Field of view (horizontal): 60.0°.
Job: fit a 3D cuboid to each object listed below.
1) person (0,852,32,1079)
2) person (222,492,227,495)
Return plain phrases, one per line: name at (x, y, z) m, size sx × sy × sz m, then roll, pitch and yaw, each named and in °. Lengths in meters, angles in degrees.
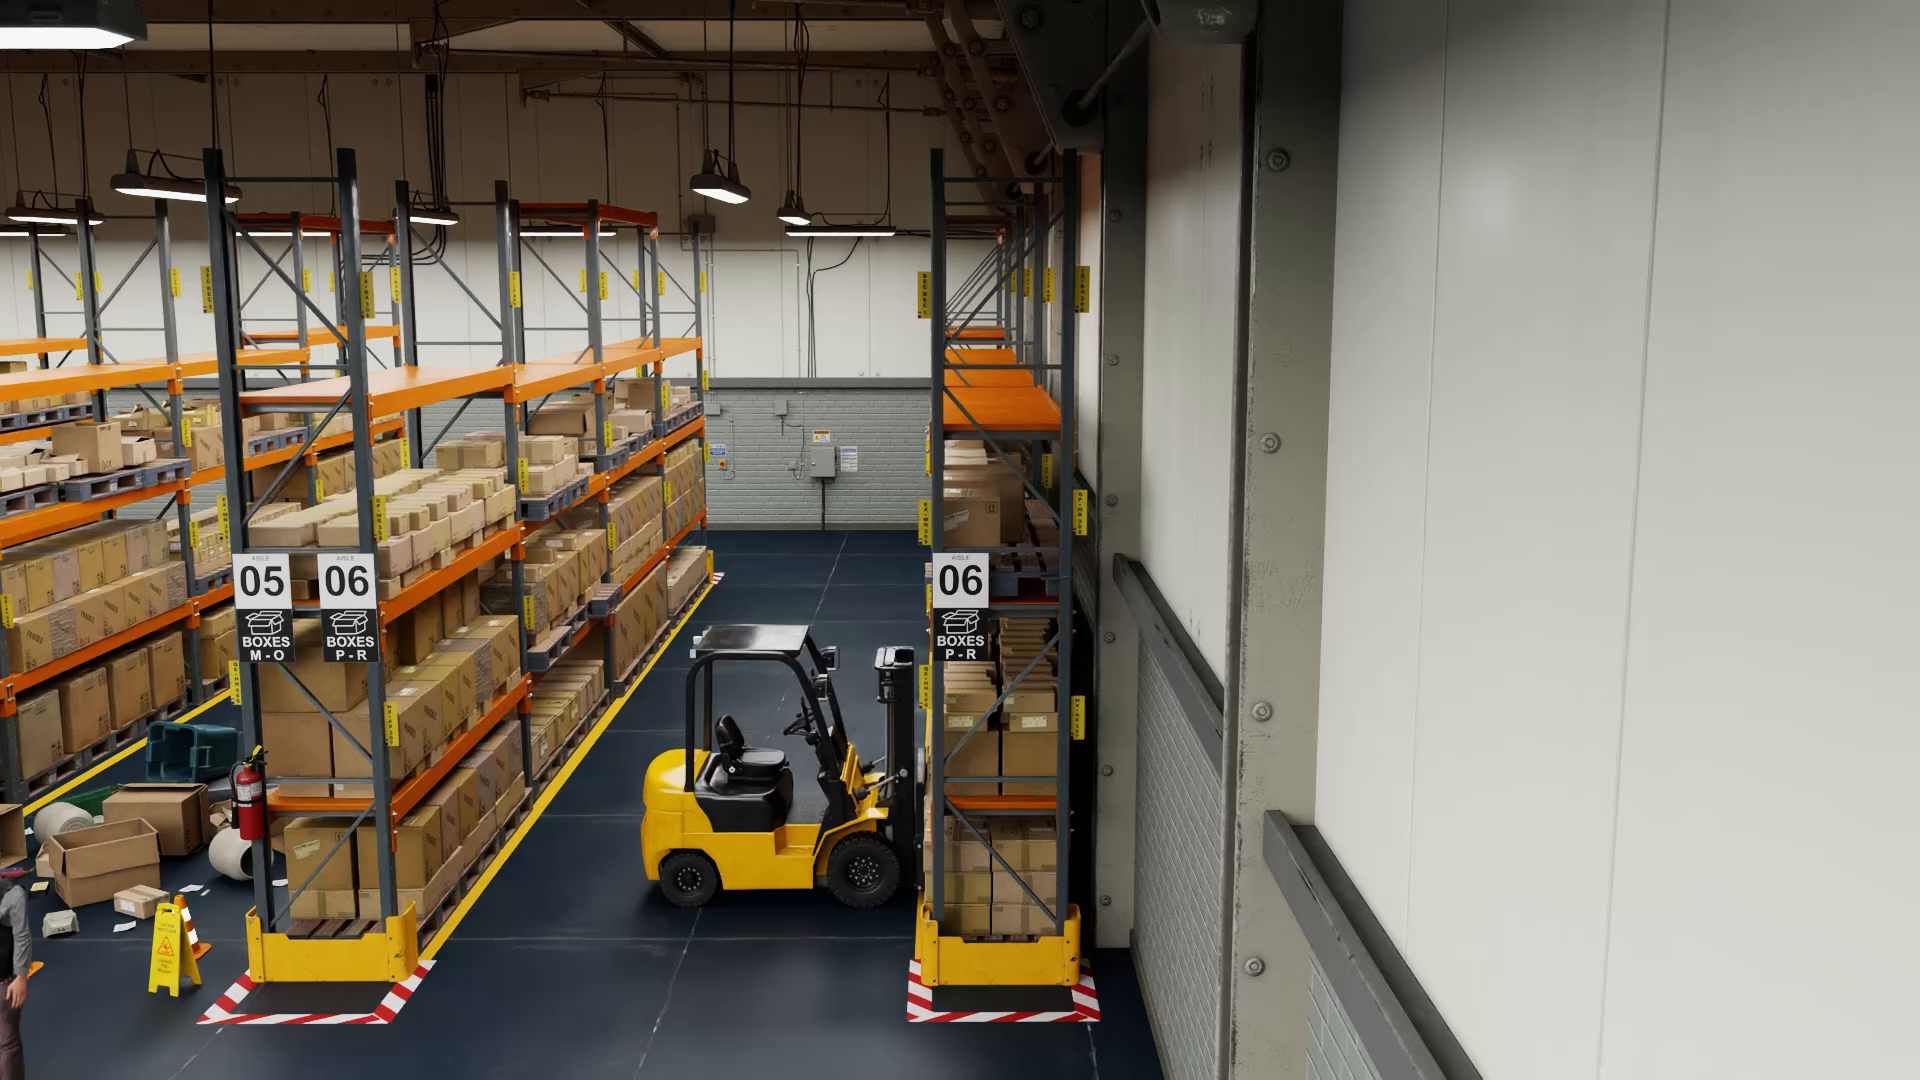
person at (-6.006, 2.699, 10.280) m, size 0.615 × 1.727 × 0.485 m, roll 1°, pitch 9°, yaw 5°
person at (-11.814, 0.060, 26.825) m, size 0.555 × 1.688 × 0.703 m, roll -1°, pitch 9°, yaw -8°
